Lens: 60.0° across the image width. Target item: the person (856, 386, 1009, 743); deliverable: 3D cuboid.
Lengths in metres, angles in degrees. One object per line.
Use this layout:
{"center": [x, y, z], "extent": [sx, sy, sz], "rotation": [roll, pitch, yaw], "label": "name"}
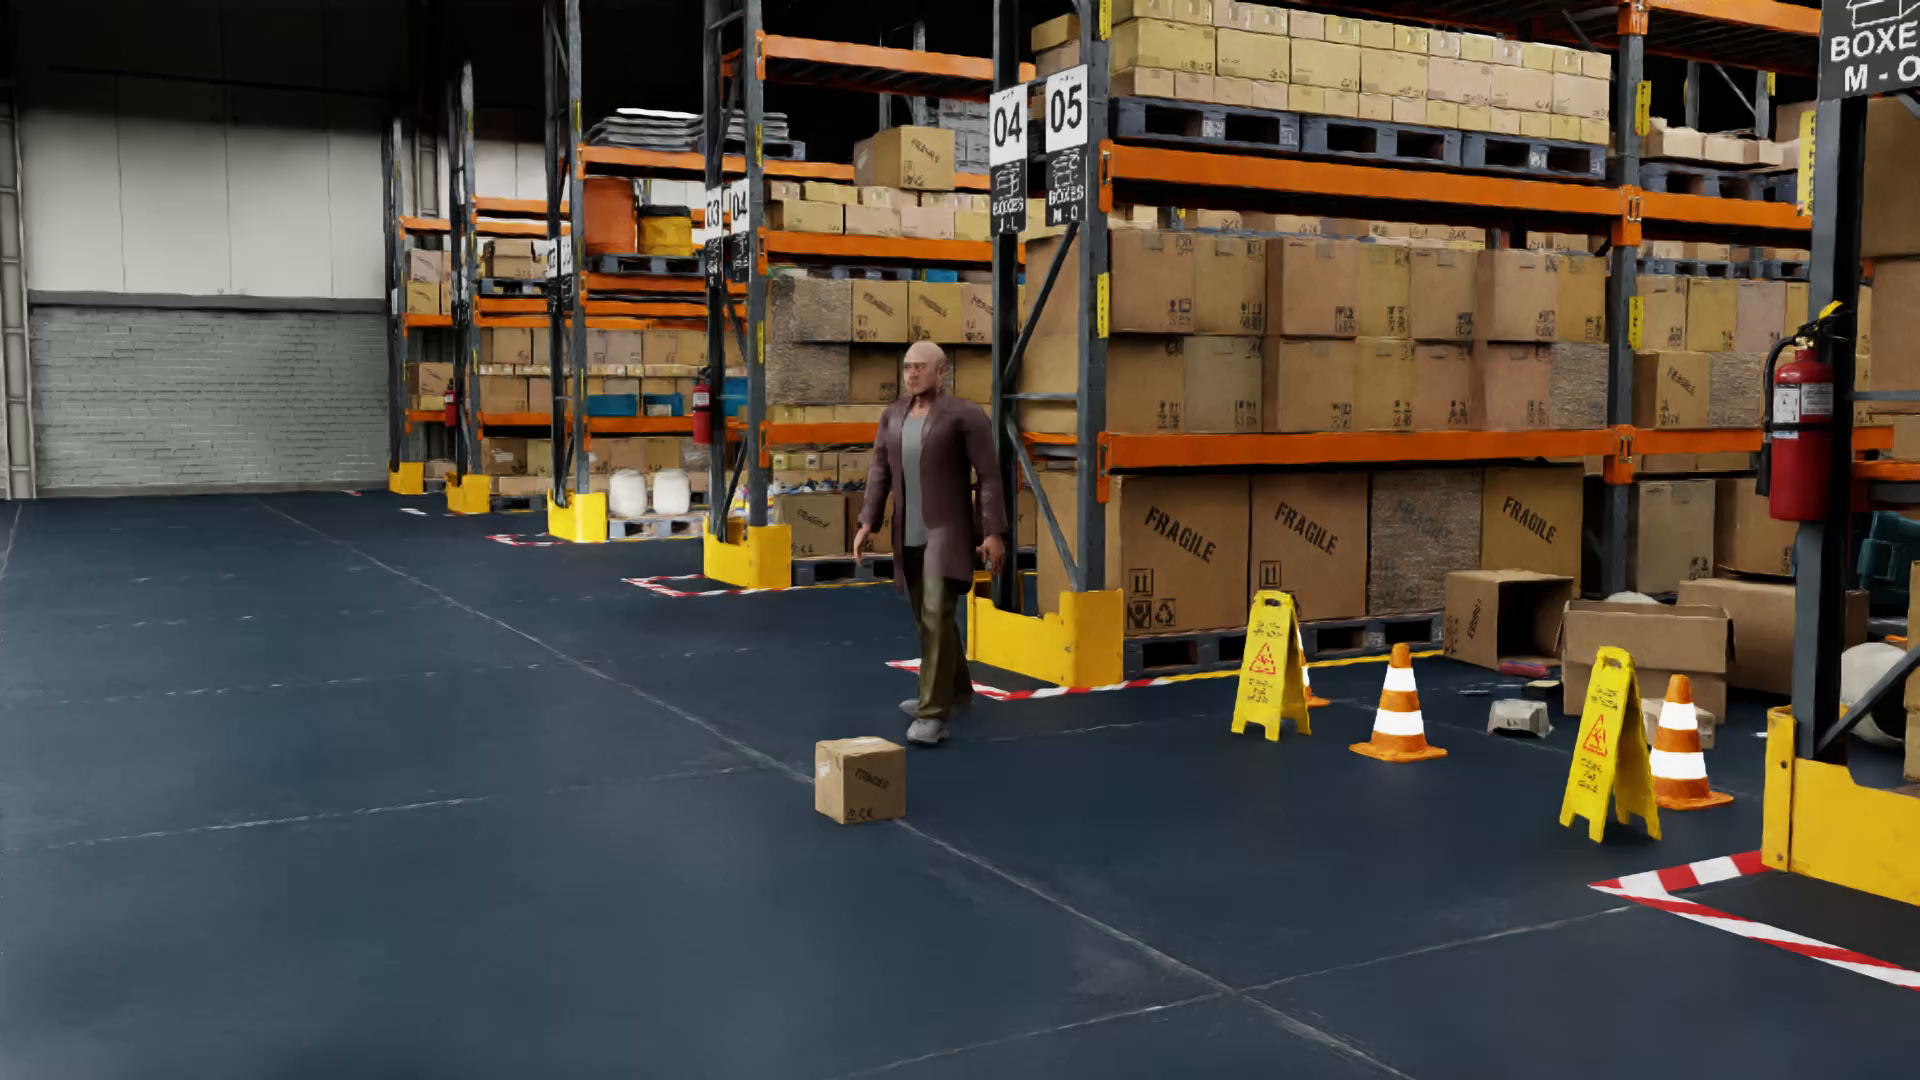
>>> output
{"center": [-0.125, 0.079, 7.463], "extent": [0.675, 1.549, 0.854], "rotation": [4, 6, 38], "label": "person"}
